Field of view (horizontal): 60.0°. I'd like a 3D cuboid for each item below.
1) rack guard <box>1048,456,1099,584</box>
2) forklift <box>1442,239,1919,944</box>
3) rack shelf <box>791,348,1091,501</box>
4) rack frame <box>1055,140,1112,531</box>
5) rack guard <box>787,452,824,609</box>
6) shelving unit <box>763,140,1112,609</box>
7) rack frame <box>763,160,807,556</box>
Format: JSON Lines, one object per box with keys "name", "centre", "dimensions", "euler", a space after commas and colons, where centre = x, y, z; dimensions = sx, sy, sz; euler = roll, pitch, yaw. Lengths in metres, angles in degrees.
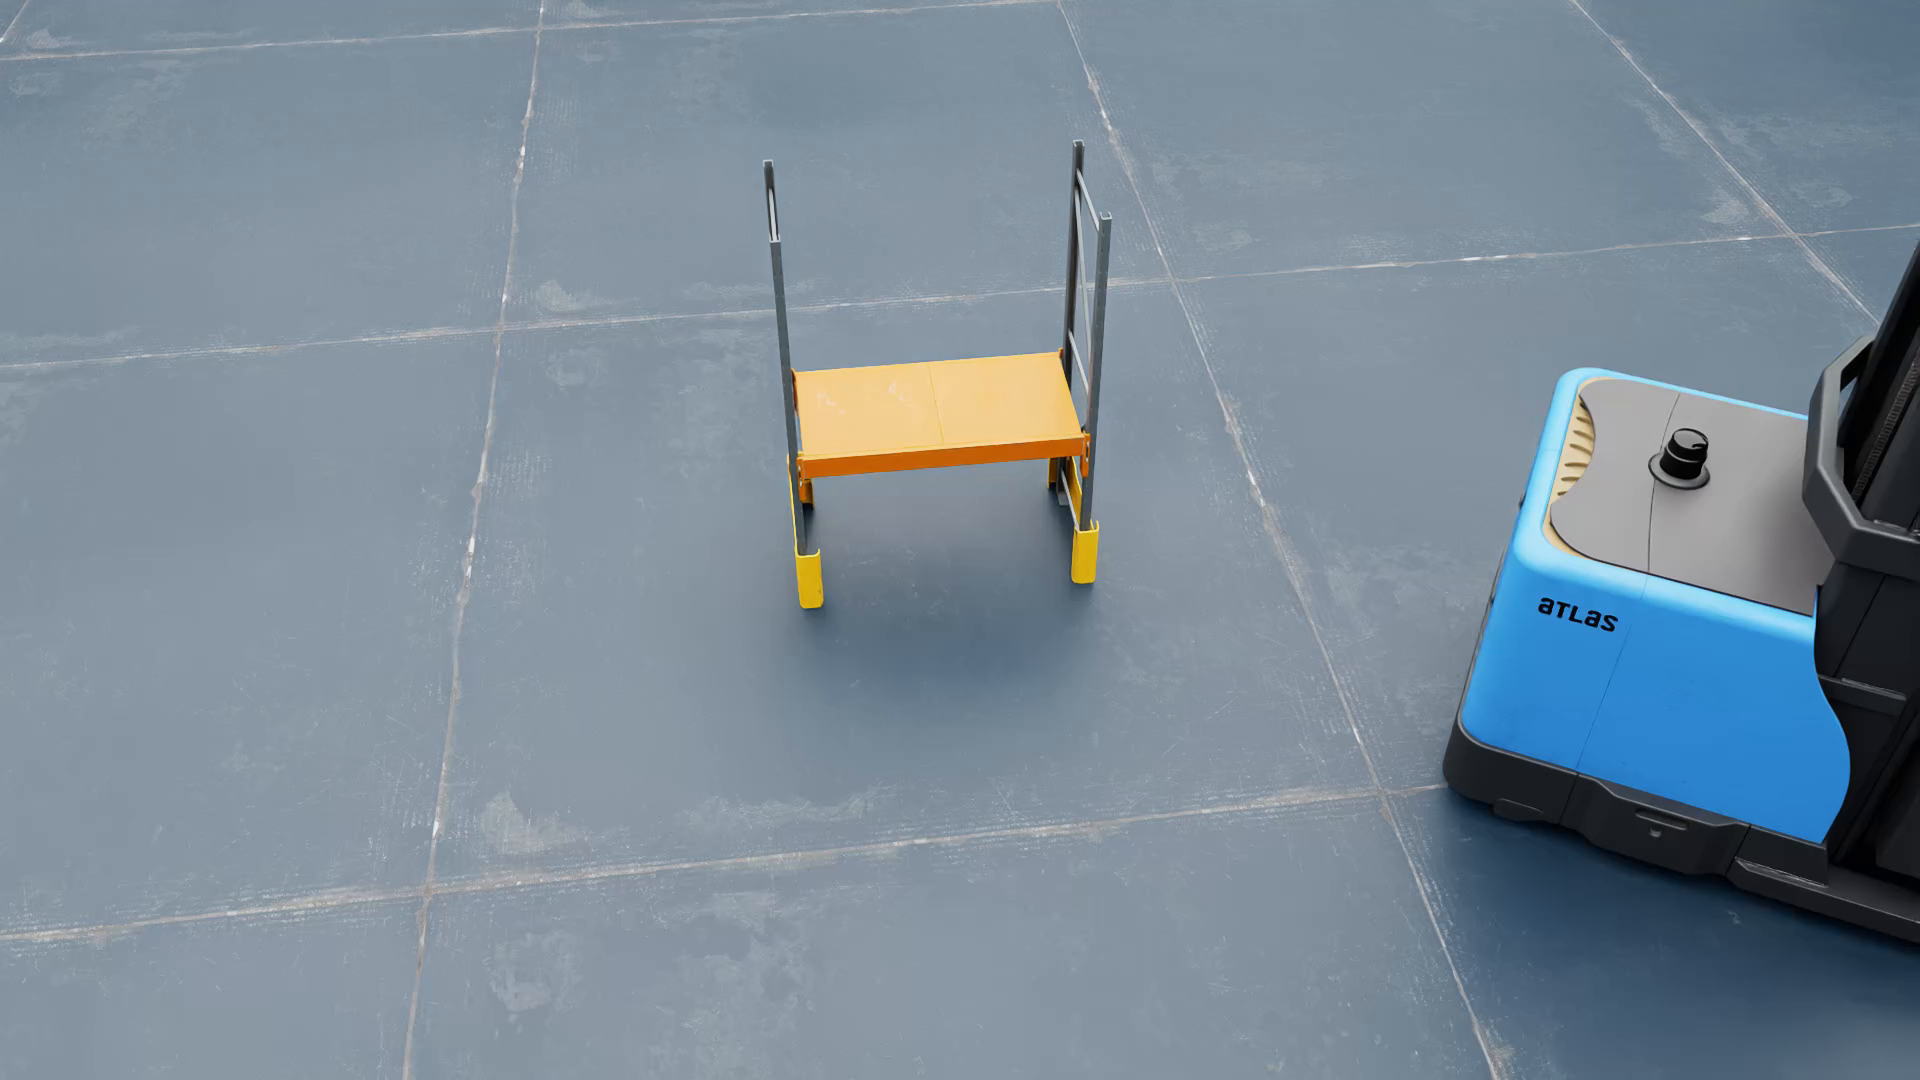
{"name": "rack guard", "centre": [0.418, -0.129, 6.207], "dimensions": [0.087, 0.250, 0.587], "euler": [-5, 42, -6]}
{"name": "forklift", "centre": [3.108, -0.170, 4.251], "dimensions": [3.031, 2.935, 1.130], "euler": [16, 44, 17]}
{"name": "rack shelf", "centre": [-0.085, -0.416, 5.860], "dimensions": [1.000, 0.185, 0.538], "euler": [-5, 42, -6]}
{"name": "rack frame", "centre": [0.419, -0.594, 5.788], "dimensions": [0.032, 1.500, 0.500], "euler": [-5, 42, -6]}
{"name": "rack guard", "centre": [-0.569, -0.043, 6.111], "dimensions": [0.087, 0.250, 0.587], "euler": [-5, 42, -6]}
{"name": "shelving unit", "centre": [-0.076, -0.550, 5.740], "dimensions": [1.083, 1.500, 0.587], "euler": [-5, 42, -6]}
{"name": "rack frame", "centre": [-0.589, -0.505, 5.691], "dimensions": [0.032, 1.500, 0.500], "euler": [-5, 42, -6]}
